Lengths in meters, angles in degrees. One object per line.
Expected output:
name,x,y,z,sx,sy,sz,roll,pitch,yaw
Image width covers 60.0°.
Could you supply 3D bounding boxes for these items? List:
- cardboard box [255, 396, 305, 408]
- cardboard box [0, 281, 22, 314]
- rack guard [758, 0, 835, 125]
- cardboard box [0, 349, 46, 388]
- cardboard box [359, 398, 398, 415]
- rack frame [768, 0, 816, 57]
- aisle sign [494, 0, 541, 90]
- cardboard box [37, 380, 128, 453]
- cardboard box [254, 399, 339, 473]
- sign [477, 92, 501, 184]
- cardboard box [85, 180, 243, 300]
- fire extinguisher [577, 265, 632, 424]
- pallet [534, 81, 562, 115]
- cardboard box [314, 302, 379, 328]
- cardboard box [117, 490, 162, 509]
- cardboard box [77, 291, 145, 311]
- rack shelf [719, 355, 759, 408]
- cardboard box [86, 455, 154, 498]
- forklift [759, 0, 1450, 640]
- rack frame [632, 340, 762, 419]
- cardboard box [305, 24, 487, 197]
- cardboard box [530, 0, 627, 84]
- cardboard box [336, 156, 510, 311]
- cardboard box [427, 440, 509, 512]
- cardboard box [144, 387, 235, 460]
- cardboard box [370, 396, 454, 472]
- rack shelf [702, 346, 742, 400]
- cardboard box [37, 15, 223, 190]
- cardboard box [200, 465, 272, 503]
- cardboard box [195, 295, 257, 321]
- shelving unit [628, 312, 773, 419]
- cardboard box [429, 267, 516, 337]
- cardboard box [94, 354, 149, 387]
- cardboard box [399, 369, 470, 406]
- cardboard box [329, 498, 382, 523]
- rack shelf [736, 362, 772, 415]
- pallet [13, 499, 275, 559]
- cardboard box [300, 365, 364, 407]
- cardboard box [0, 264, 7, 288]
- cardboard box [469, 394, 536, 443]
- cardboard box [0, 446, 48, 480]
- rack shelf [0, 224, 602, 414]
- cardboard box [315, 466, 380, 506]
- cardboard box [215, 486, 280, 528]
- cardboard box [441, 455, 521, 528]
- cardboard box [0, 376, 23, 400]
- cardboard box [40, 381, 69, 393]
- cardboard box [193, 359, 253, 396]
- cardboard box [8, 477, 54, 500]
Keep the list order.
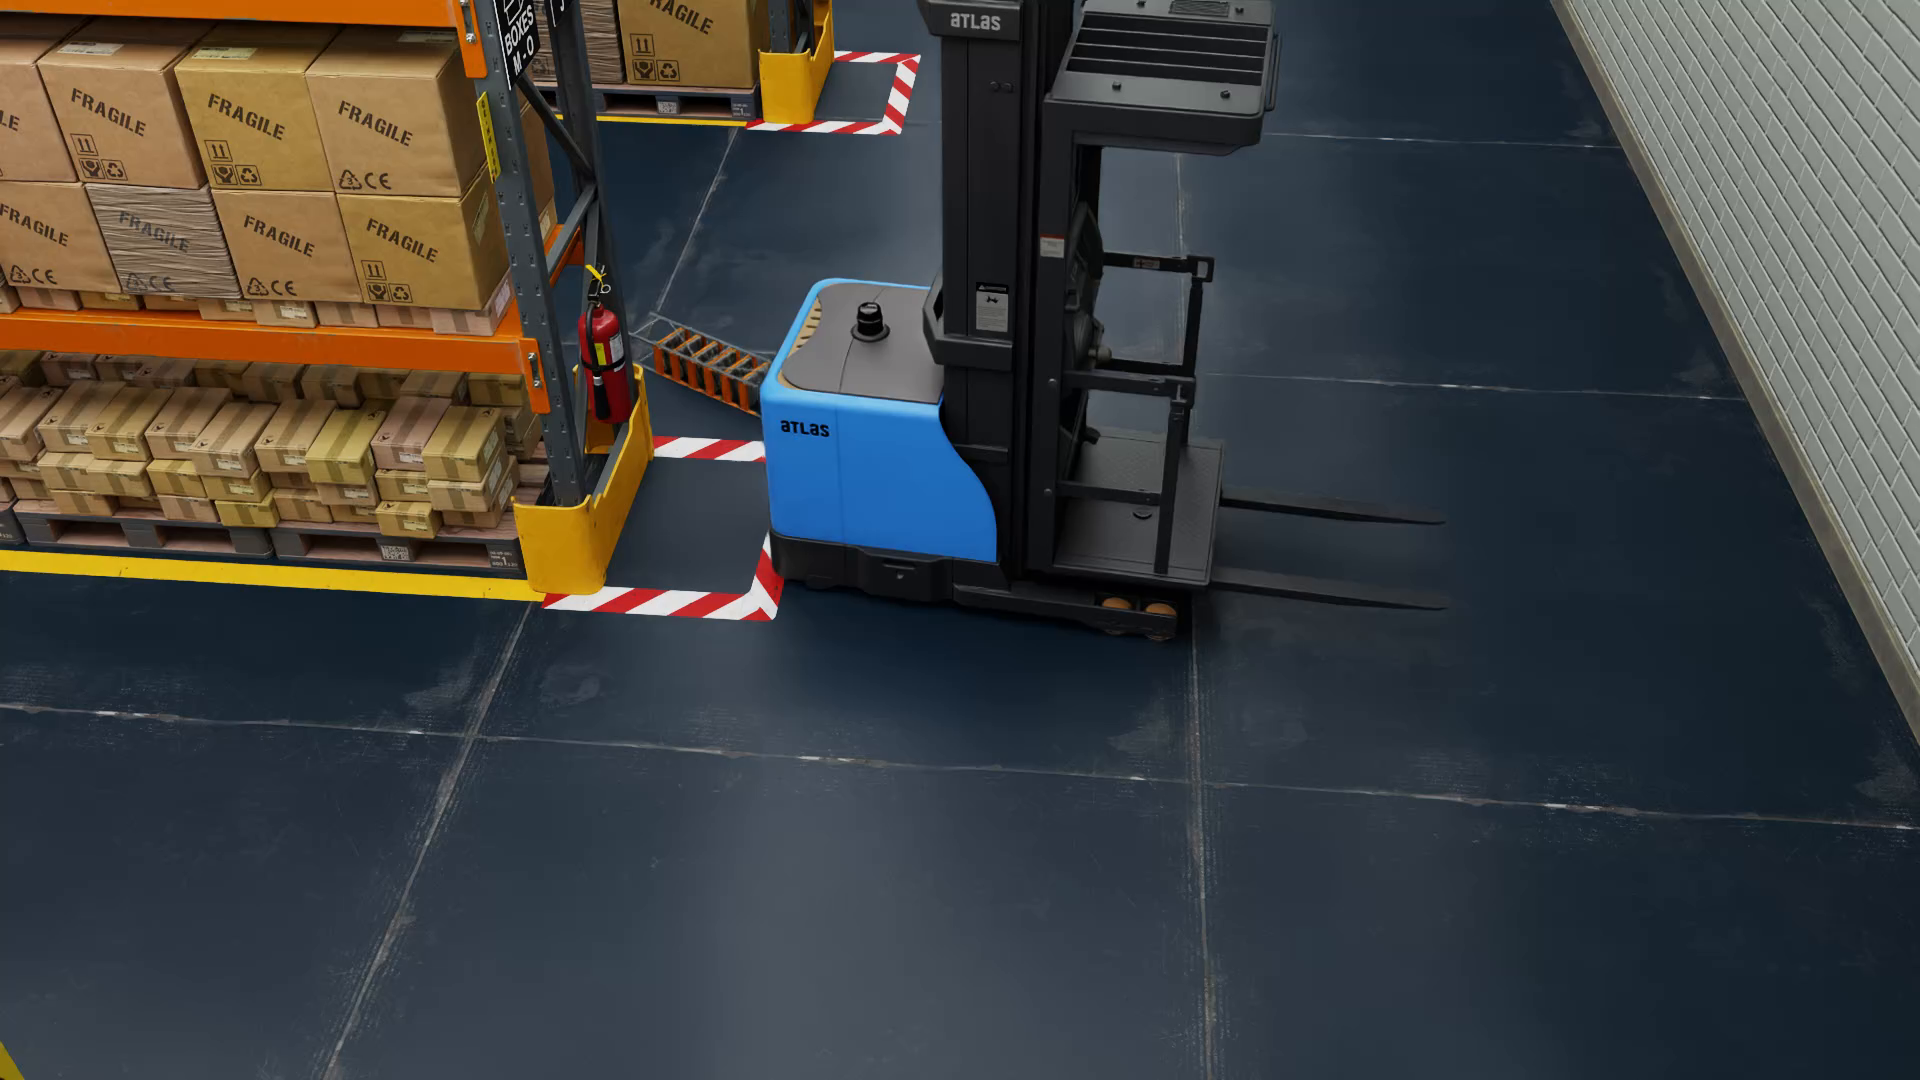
cardboard box,-3.233,-0.688,8.079,0.250,0.149,0.380,1,39,2
cardboard box,-4.110,-1.138,7.141,0.250,0.149,0.380,5,39,6
rack guard,-1.142,-3.423,11.730,0.348,0.500,1.175,3,39,4
cardboard box,-4.544,-0.869,8.066,0.250,0.149,0.380,4,39,5
cardboard box,-2.714,-0.651,8.034,0.250,0.149,0.380,4,39,4
rack frame,-1.166,-4.394,10.942,0.127,3.000,1.000,3,39,4
aisle sign,-1.648,-2.095,6.059,0.004,0.787,0.394,3,39,4
cardboard box,-4.042,-0.574,7.703,0.250,0.149,0.380,2,39,2
cardboard box,-3.011,-0.475,7.583,0.250,0.149,0.380,2,39,2
sign,-1.762,-1.504,6.224,0.005,0.325,0.100,3,39,4
cardboard box,-3.183,-1.350,6.888,0.500,0.500,0.500,3,39,4
fire extinguisher,-1.484,-0.801,6.885,0.183,0.674,0.296,3,39,4
pallet,-3.182,-3.375,11.899,1.213,0.211,1.003,3,39,4
cardboard box,-2.540,-1.064,7.050,0.250,0.149,0.380,3,39,3
cardboard box,-3.780,-0.322,7.865,0.250,0.149,0.380,4,39,5
cardboard box,-3.585,-1.152,7.159,0.250,0.149,0.380,4,39,5
rack shelf,-1.149,-0.849,8.810,0.103,0.180,0.258,24,45,26
cardboard box,-3.811,-0.372,7.692,0.250,0.149,0.380,4,39,4
forklift,0.702,-1.058,6.899,3.031,2.935,1.130,7,40,9
rack frame,-1.284,-0.837,8.940,1.200,0.006,0.240,24,45,26
cardboard box,-2.172,-1.690,6.514,0.500,0.500,0.500,2,39,3
cardboard box,-2.717,-3.767,11.522,0.875,0.875,0.875,3,39,4
cardboard box,-2.165,-1.297,6.823,0.500,0.500,0.500,4,39,5
cardboard box,-2.245,-0.302,7.605,0.250,0.149,0.380,2,39,3
cardboard box,-3.536,-0.539,7.661,0.250,0.149,0.380,2,39,2
cardboard box,-2.489,-0.487,7.597,0.250,0.149,0.380,4,39,5
rack shelf,-1.248,-0.892,8.863,0.103,0.180,0.258,24,45,26
cardboard box,-3.196,-1.741,6.576,0.500,0.500,0.500,5,39,6
cardboard box,-3.280,-0.349,7.663,0.250,0.149,0.380,4,39,5
cardboard box,-3.056,-1.096,7.090,0.250,0.149,0.380,2,39,2
shelving unit,-1.284,-0.908,8.883,1.200,0.189,0.258,24,45,26
cardboard box,-2.044,-1.022,7.000,0.250,0.149,0.380,3,39,4
cardboard box,-3.997,-0.905,8.111,0.250,0.149,0.380,2,39,2
cardboard box,-2.472,-0.749,7.919,0.250,0.149,0.380,4,39,5
cardboard box,-2.758,-0.254,7.781,0.250,0.149,0.380,3,39,4
rack shelf,-1.051,-0.805,8.756,0.103,0.180,0.258,24,45,26
pallet,-3.789,-0.337,8.168,1.213,0.211,1.003,3,39,4
cardboard box,-2.967,-0.805,7.988,0.250,0.149,0.380,1,39,2
cardboard box,-4.216,-1.394,6.942,0.500,0.500,0.500,2,39,3
cardboard box,-2.194,-0.642,8.024,0.250,0.149,0.380,5,39,6
cardboard box,-4.300,-0.455,7.794,0.250,0.149,0.380,5,39,6
rack shelf,-3.687,-1.110,7.478,4.000,0.370,1.077,3,39,4
cardboard box,-2.763,-0.329,7.638,0.250,0.149,0.380,2,39,2
cardboard box,-3.264,-0.233,7.757,0.250,0.149,0.380,1,39,2
cardboard box,-2.237,-0.235,7.758,0.250,0.149,0.380,4,39,5
cardboard box,-4.567,-0.602,7.738,0.250,0.149,0.380,2,39,3
cardboard box,-4.302,-0.766,8.175,0.250,0.149,0.380,4,39,5
cardboard box,-3.500,-0.869,8.067,0.250,0.149,0.380,4,39,5
cardboard box,-4.299,-0.363,7.916,0.250,0.149,0.380,2,39,2
